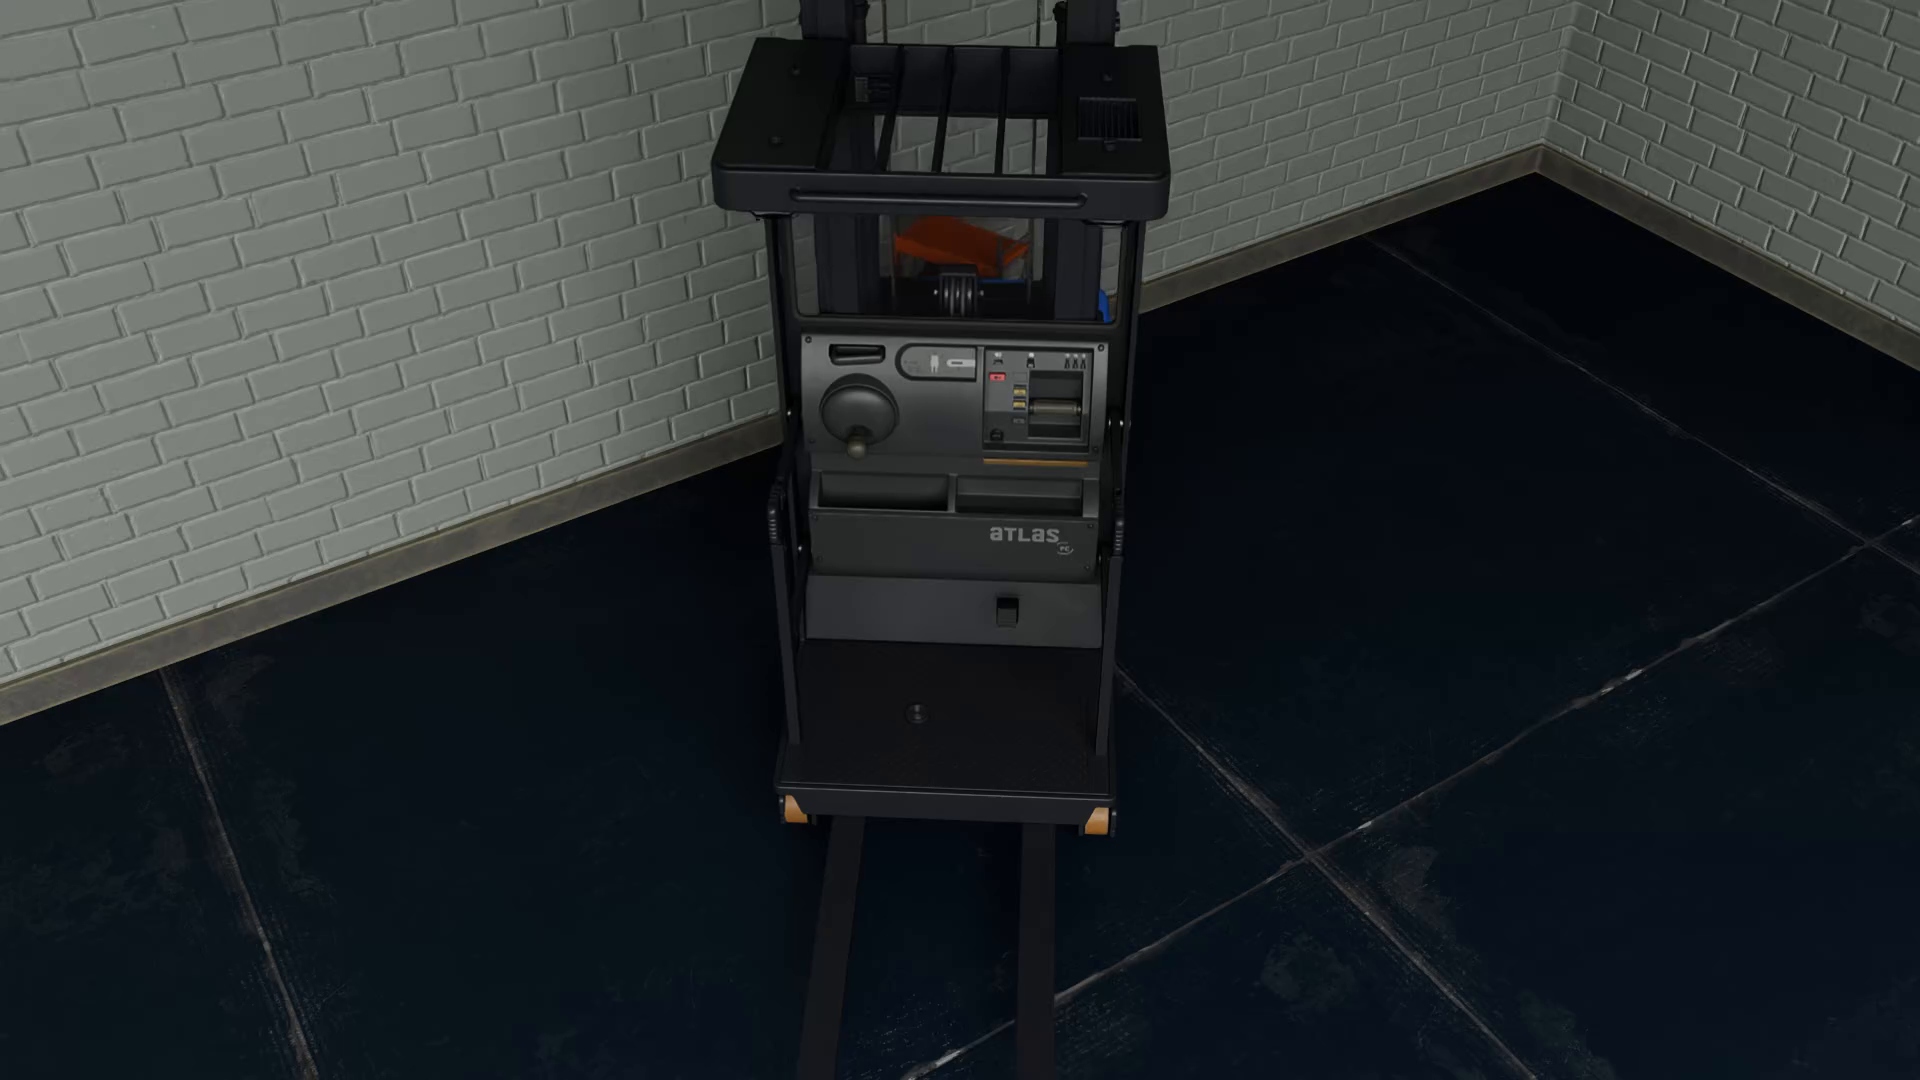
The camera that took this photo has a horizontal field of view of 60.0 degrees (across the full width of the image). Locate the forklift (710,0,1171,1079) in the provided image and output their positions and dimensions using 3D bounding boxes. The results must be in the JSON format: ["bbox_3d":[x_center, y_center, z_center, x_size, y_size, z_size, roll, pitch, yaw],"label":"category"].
[{"bbox_3d":[-0.027,-0.358,4.890,1.130,2.935,3.031,2,40,2],"label":"forklift"}]

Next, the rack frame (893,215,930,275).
[{"bbox_3d":[-0.195,-0.914,6.909,0.015,1.200,0.240,23,45,25],"label":"rack frame"}]

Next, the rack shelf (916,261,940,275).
[{"bbox_3d":[0.009,-0.948,6.706,0.480,0.148,0.258,23,45,25],"label":"rack shelf"}]

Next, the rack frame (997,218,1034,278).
[{"bbox_3d":[0.212,-0.742,6.703,0.015,1.200,0.240,23,45,25],"label":"rack frame"}]

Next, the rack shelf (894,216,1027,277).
[{"bbox_3d":[0.009,-1.130,6.555,0.480,0.148,0.258,23,45,25],"label":"rack shelf"}]

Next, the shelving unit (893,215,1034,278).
[{"bbox_3d":[0.009,-0.828,6.806,0.503,1.200,0.258,23,45,25],"label":"shelving unit"}]
